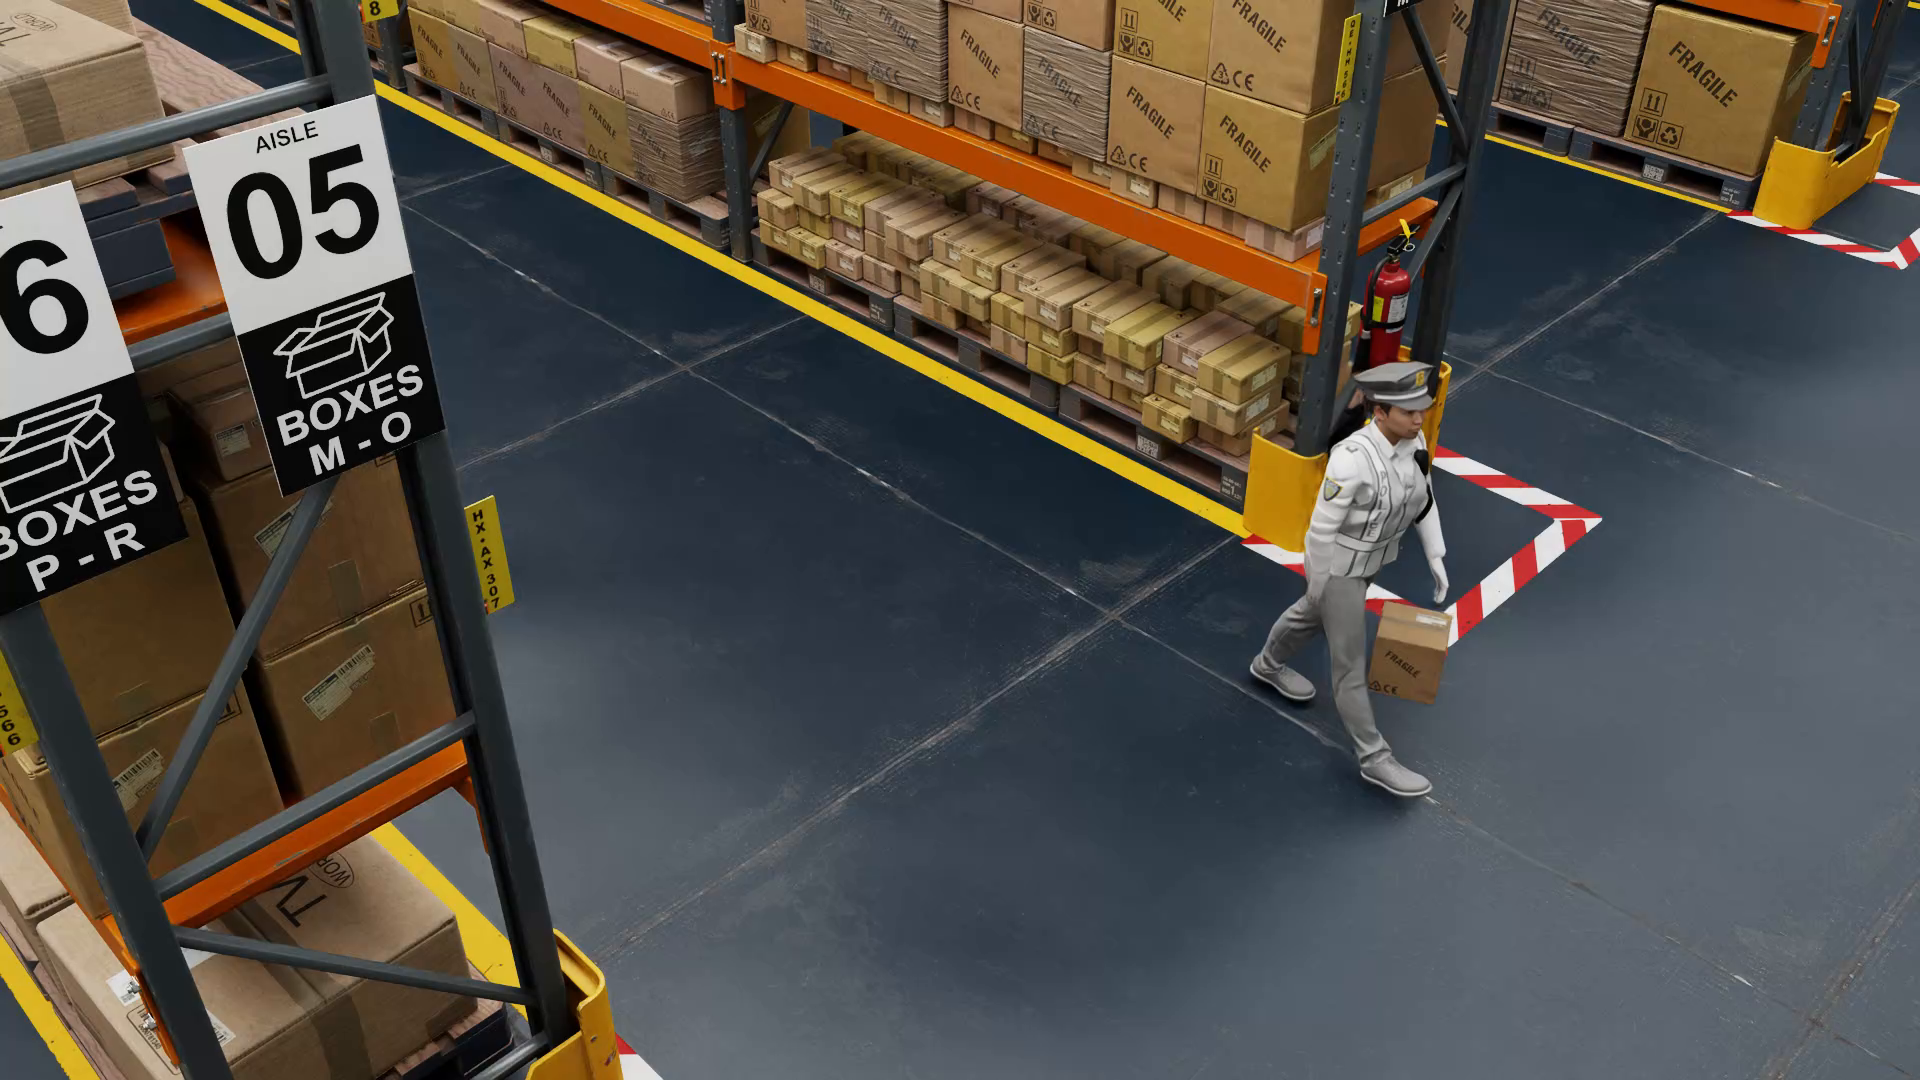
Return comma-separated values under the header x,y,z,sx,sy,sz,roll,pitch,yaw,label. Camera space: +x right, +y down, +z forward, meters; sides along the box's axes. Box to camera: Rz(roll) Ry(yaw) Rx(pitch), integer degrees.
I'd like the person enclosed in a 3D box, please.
x,y,z,sx,sy,sz,roll,pitch,yaw,label
1.496,0.081,6.015,0.506,1.638,0.946,-30,45,-35,person
